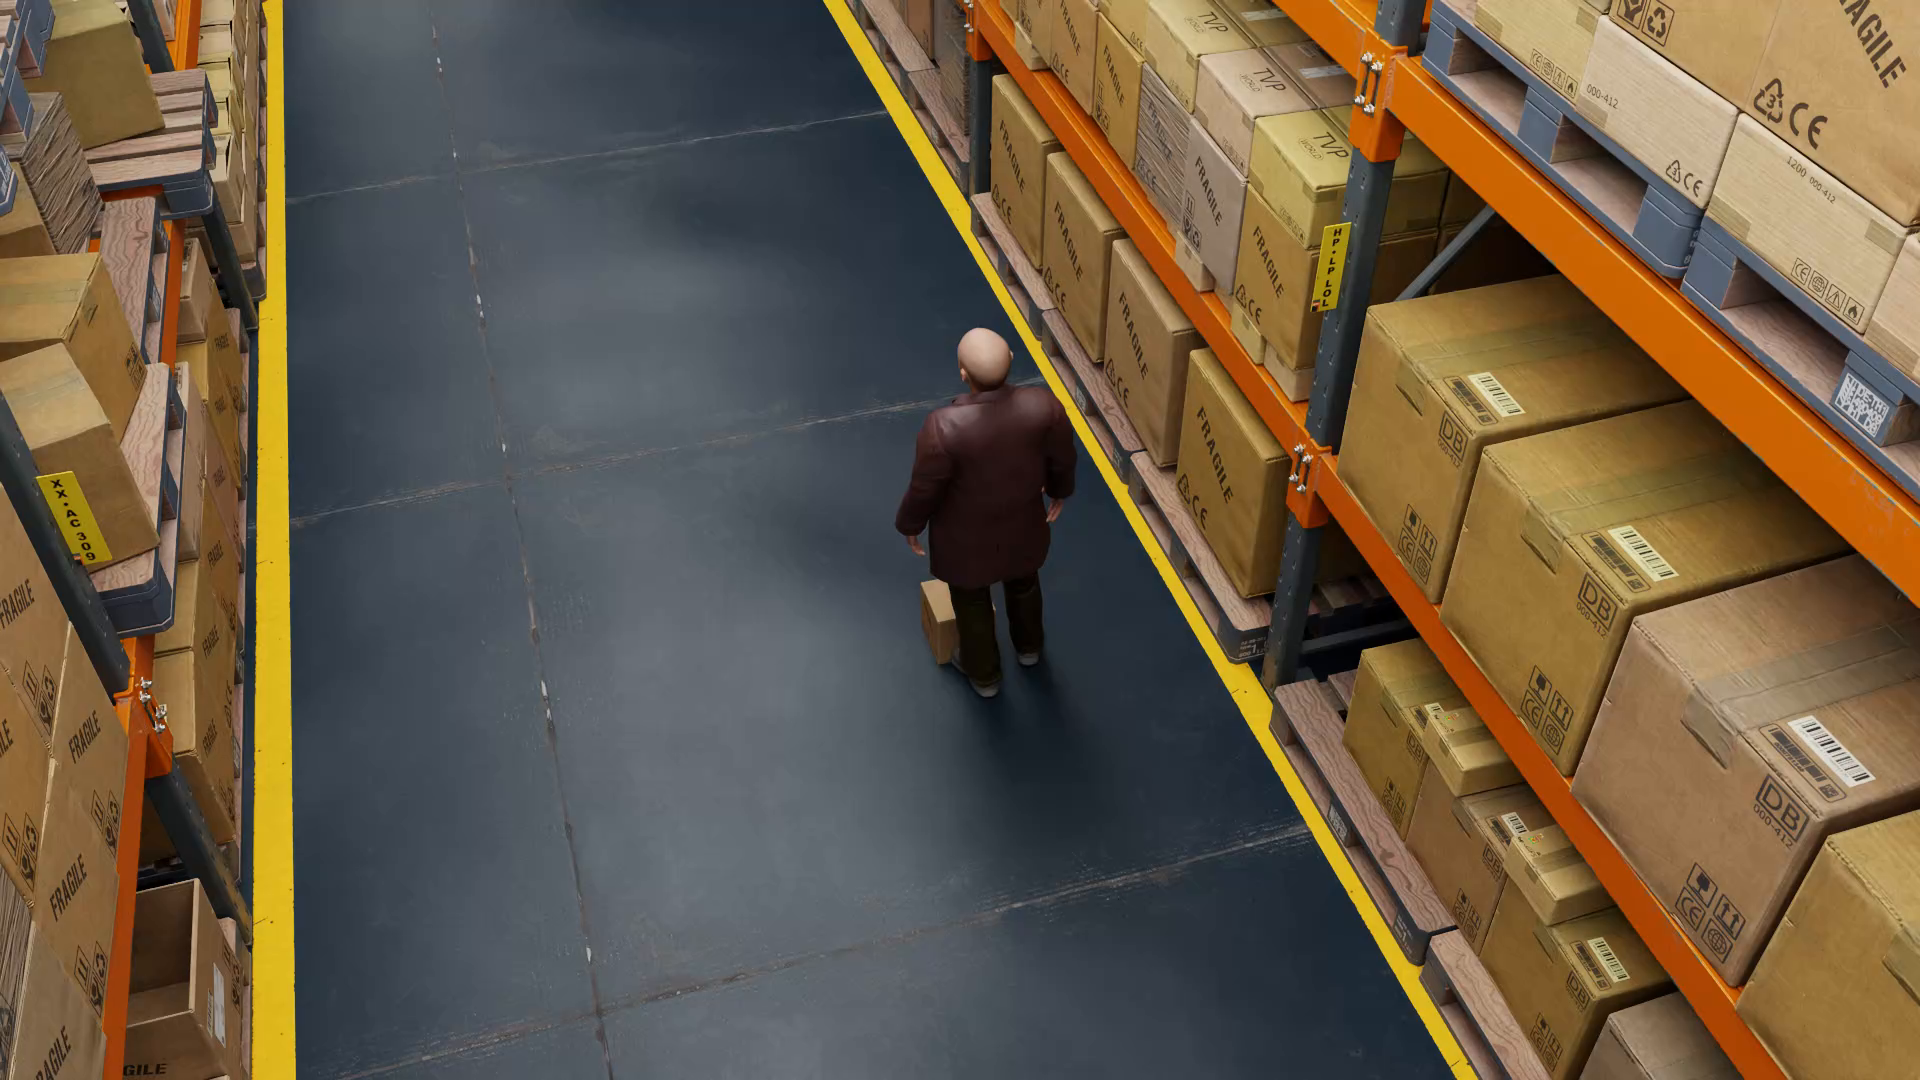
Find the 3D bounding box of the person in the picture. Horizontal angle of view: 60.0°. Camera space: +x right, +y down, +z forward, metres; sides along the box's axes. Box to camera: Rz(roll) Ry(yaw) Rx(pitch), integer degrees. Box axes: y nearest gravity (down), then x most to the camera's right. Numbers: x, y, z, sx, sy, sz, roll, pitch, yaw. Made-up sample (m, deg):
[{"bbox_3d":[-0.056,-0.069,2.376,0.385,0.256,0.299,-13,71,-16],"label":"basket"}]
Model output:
[{"bbox_3d":[0.074,-0.142,6.316,0.698,1.779,0.579,-11,43,-13],"label":"person"}]
